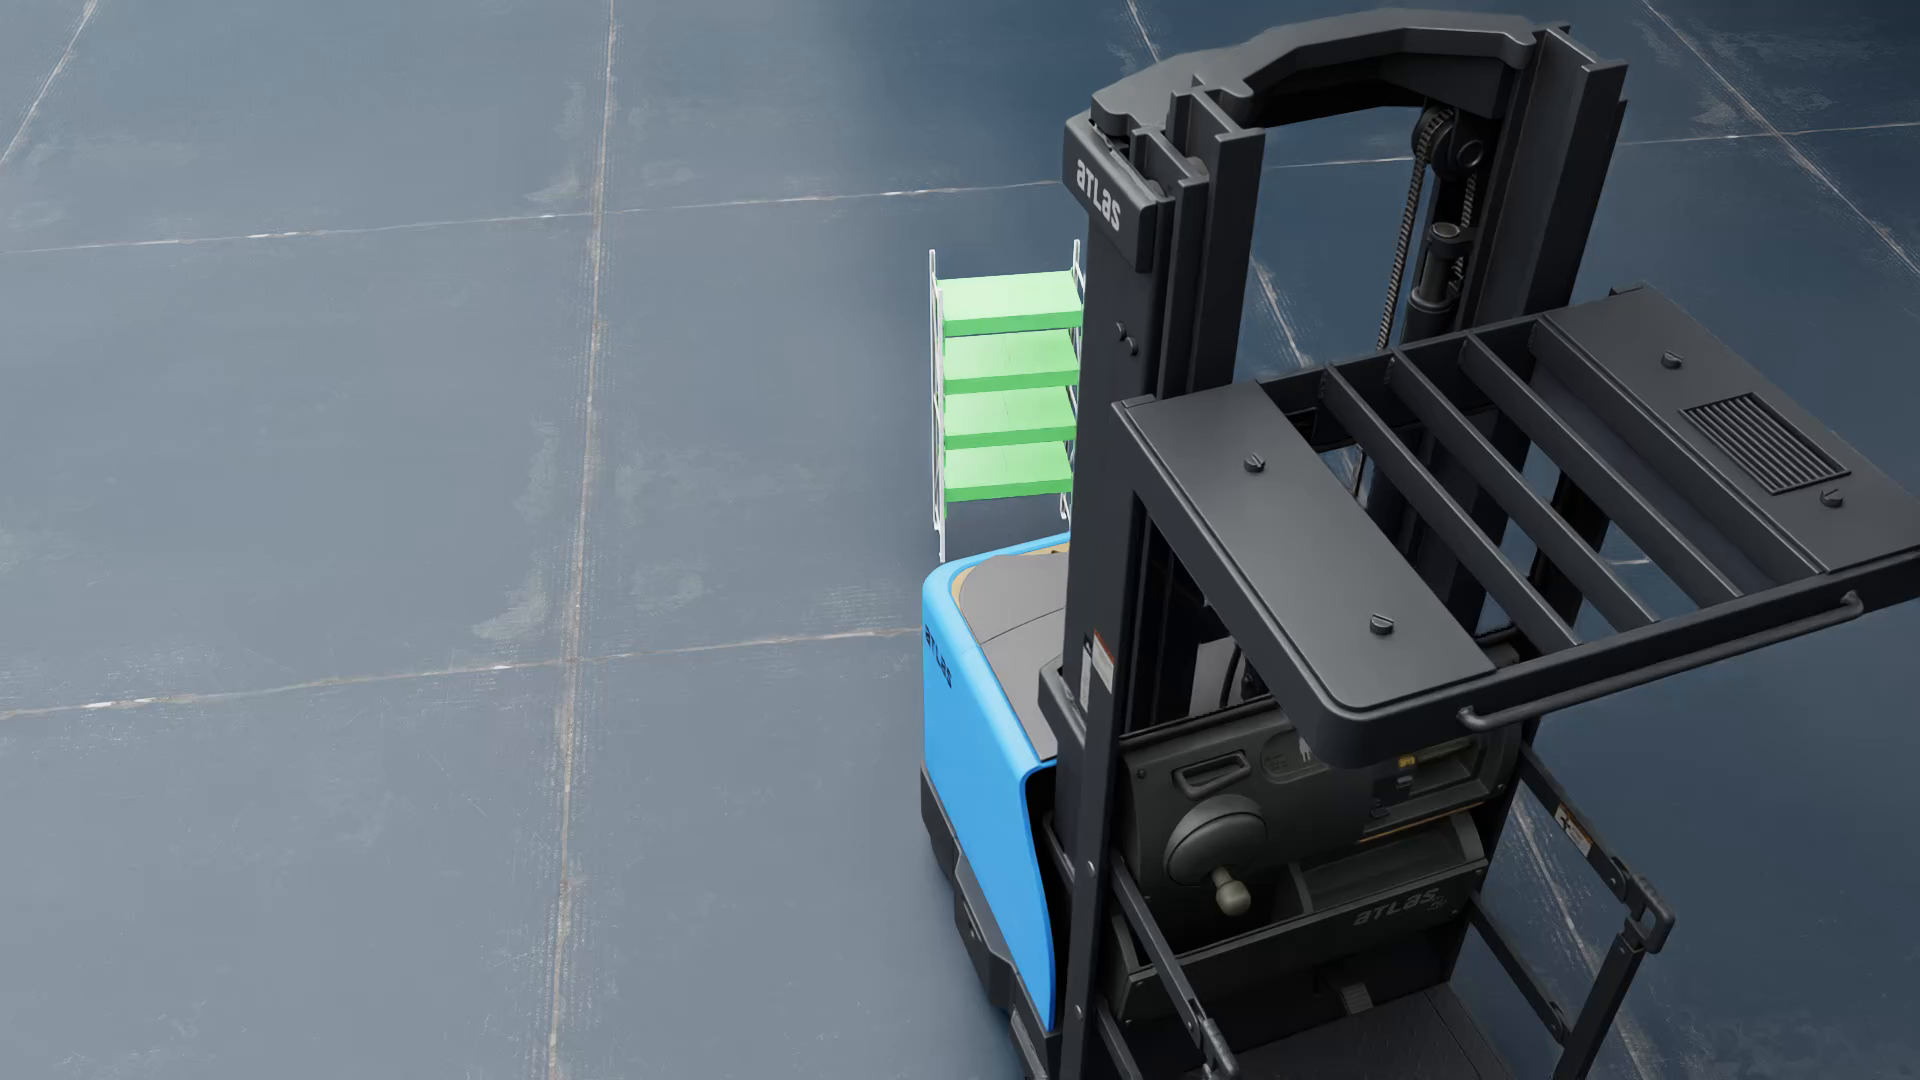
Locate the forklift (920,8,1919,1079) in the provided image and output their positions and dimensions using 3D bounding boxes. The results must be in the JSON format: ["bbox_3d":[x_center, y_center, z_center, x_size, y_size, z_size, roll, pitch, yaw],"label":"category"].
[{"bbox_3d":[0.867,0.599,3.398,1.130,2.935,3.031,-14,44,-15],"label":"forklift"}]

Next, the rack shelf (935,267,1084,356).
[{"bbox_3d":[0.164,-0.769,5.585,0.480,0.148,0.258,-5,42,-6],"label":"rack shelf"}]

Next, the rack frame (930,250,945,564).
[{"bbox_3d":[-0.078,-0.439,5.841,0.015,1.200,0.240,-5,42,-6],"label":"rack frame"}]

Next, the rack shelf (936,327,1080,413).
[{"bbox_3d":[0.164,-0.591,5.746,0.480,0.148,0.258,-5,42,-6],"label":"rack shelf"}]

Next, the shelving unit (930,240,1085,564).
[{"bbox_3d":[0.164,-0.460,5.864,0.503,1.200,0.258,-5,42,-6],"label":"shelving unit"}]

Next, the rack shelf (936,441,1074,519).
[{"bbox_3d":[0.164,-0.234,6.068,0.480,0.148,0.258,-5,42,-6],"label":"rack shelf"}]

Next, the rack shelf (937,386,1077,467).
[{"bbox_3d":[0.164,-0.412,5.907,0.480,0.148,0.258,-5,42,-6],"label":"rack shelf"}]

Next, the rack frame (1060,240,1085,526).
[{"bbox_3d":[0.406,-0.481,5.888,0.015,1.200,0.240,-5,42,-6],"label":"rack frame"}]
